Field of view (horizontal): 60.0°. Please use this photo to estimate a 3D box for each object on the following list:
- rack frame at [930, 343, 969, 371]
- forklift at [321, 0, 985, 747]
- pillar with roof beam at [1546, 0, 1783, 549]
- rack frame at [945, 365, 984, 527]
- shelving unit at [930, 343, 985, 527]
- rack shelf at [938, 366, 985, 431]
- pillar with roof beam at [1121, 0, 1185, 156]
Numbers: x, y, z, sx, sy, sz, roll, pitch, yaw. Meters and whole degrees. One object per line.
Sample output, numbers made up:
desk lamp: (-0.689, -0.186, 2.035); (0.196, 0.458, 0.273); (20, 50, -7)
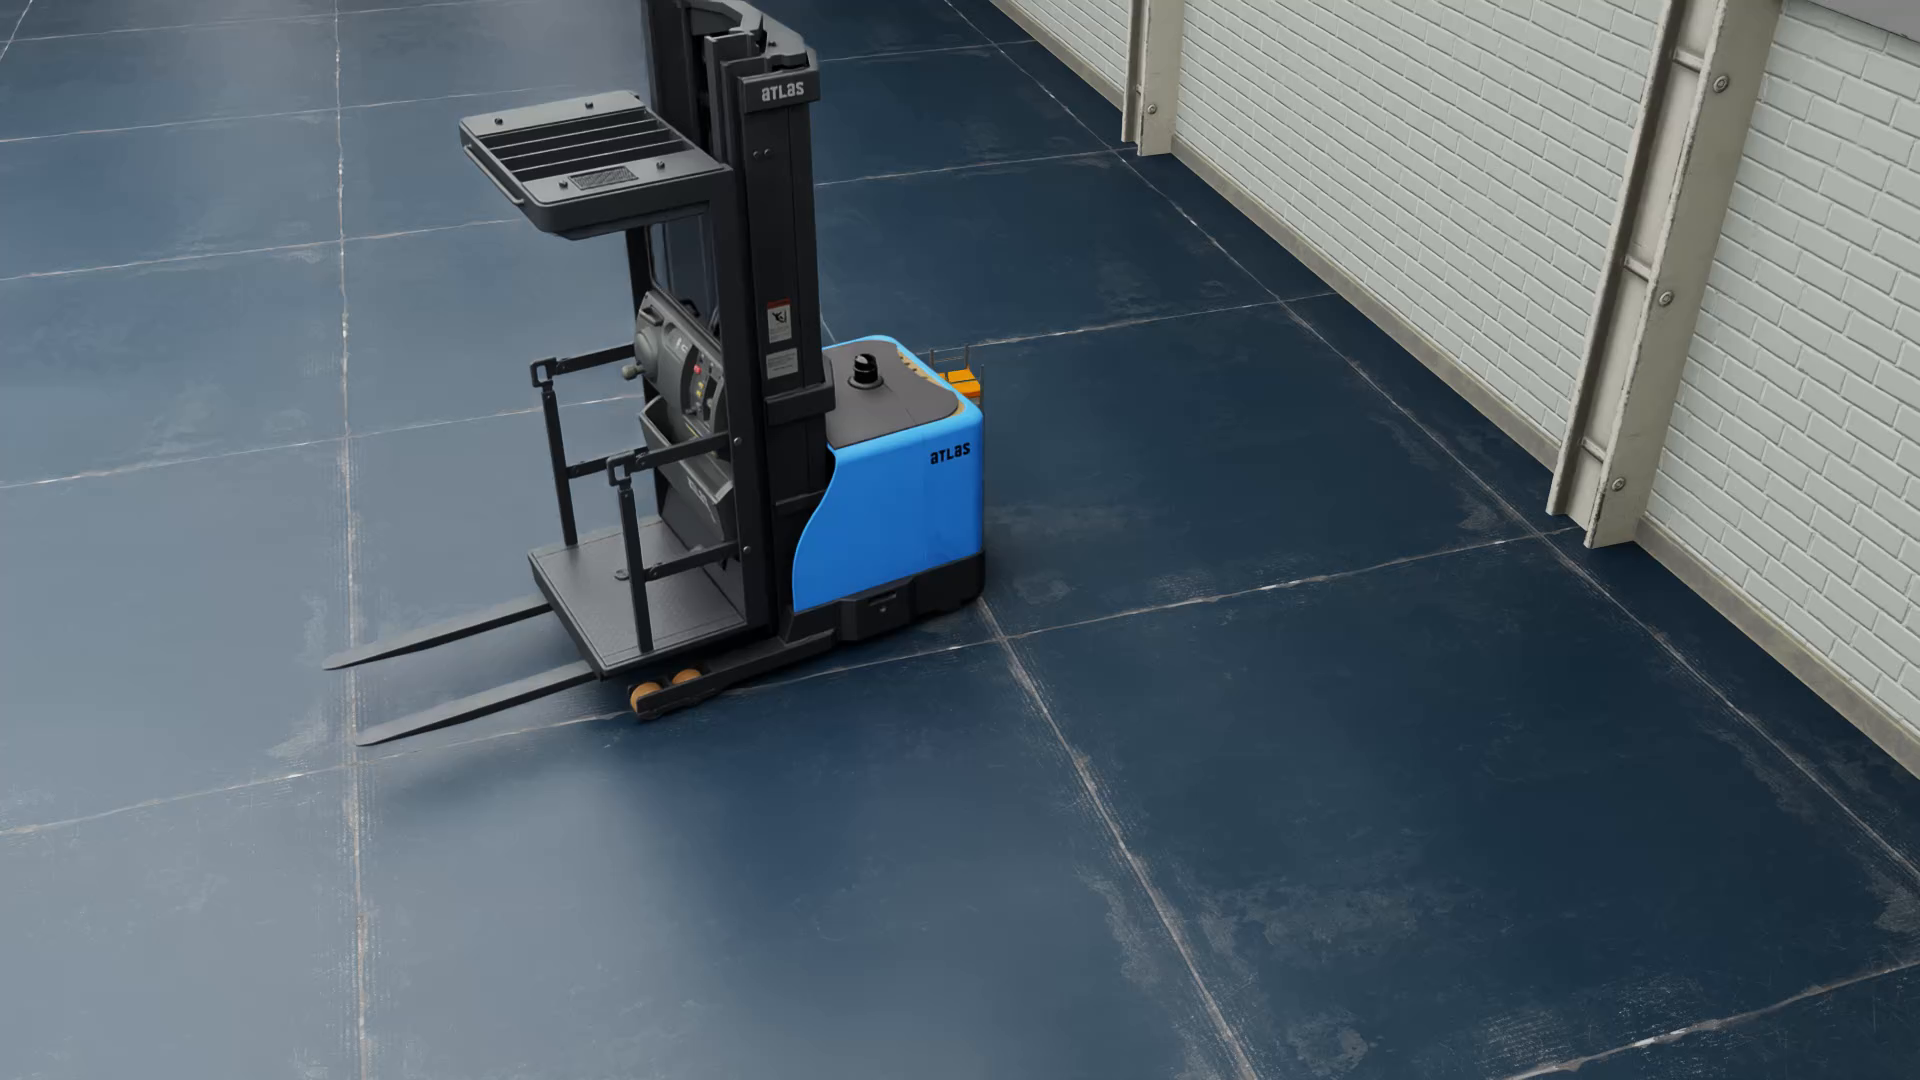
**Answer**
rack frame: (-0.054, -0.530, 8.600); (0.200, 1.050, 0.008); (-10, 35, -15)
forklift: (-1.410, -0.744, 7.218); (3.031, 2.935, 1.130); (-18, 37, -25)
pillar with roof beam: (-0.730, -3.113, 5.299); (9.100, 9.000, 0.400); (-10, 35, -15)
rack frame: (0.021, -0.402, 8.406); (0.200, 1.050, 0.008); (-10, 35, -15)
shelving unit: (-0.016, -0.466, 8.503); (0.215, 1.050, 0.252); (-10, 35, -15)
rack shelf: (-0.016, -0.694, 8.352); (0.215, 0.259, 0.240); (-10, 35, -15)
pillar with roof beam: (-2.560, -6.263, 10.066); (9.100, 9.000, 0.400); (-10, 35, -15)
